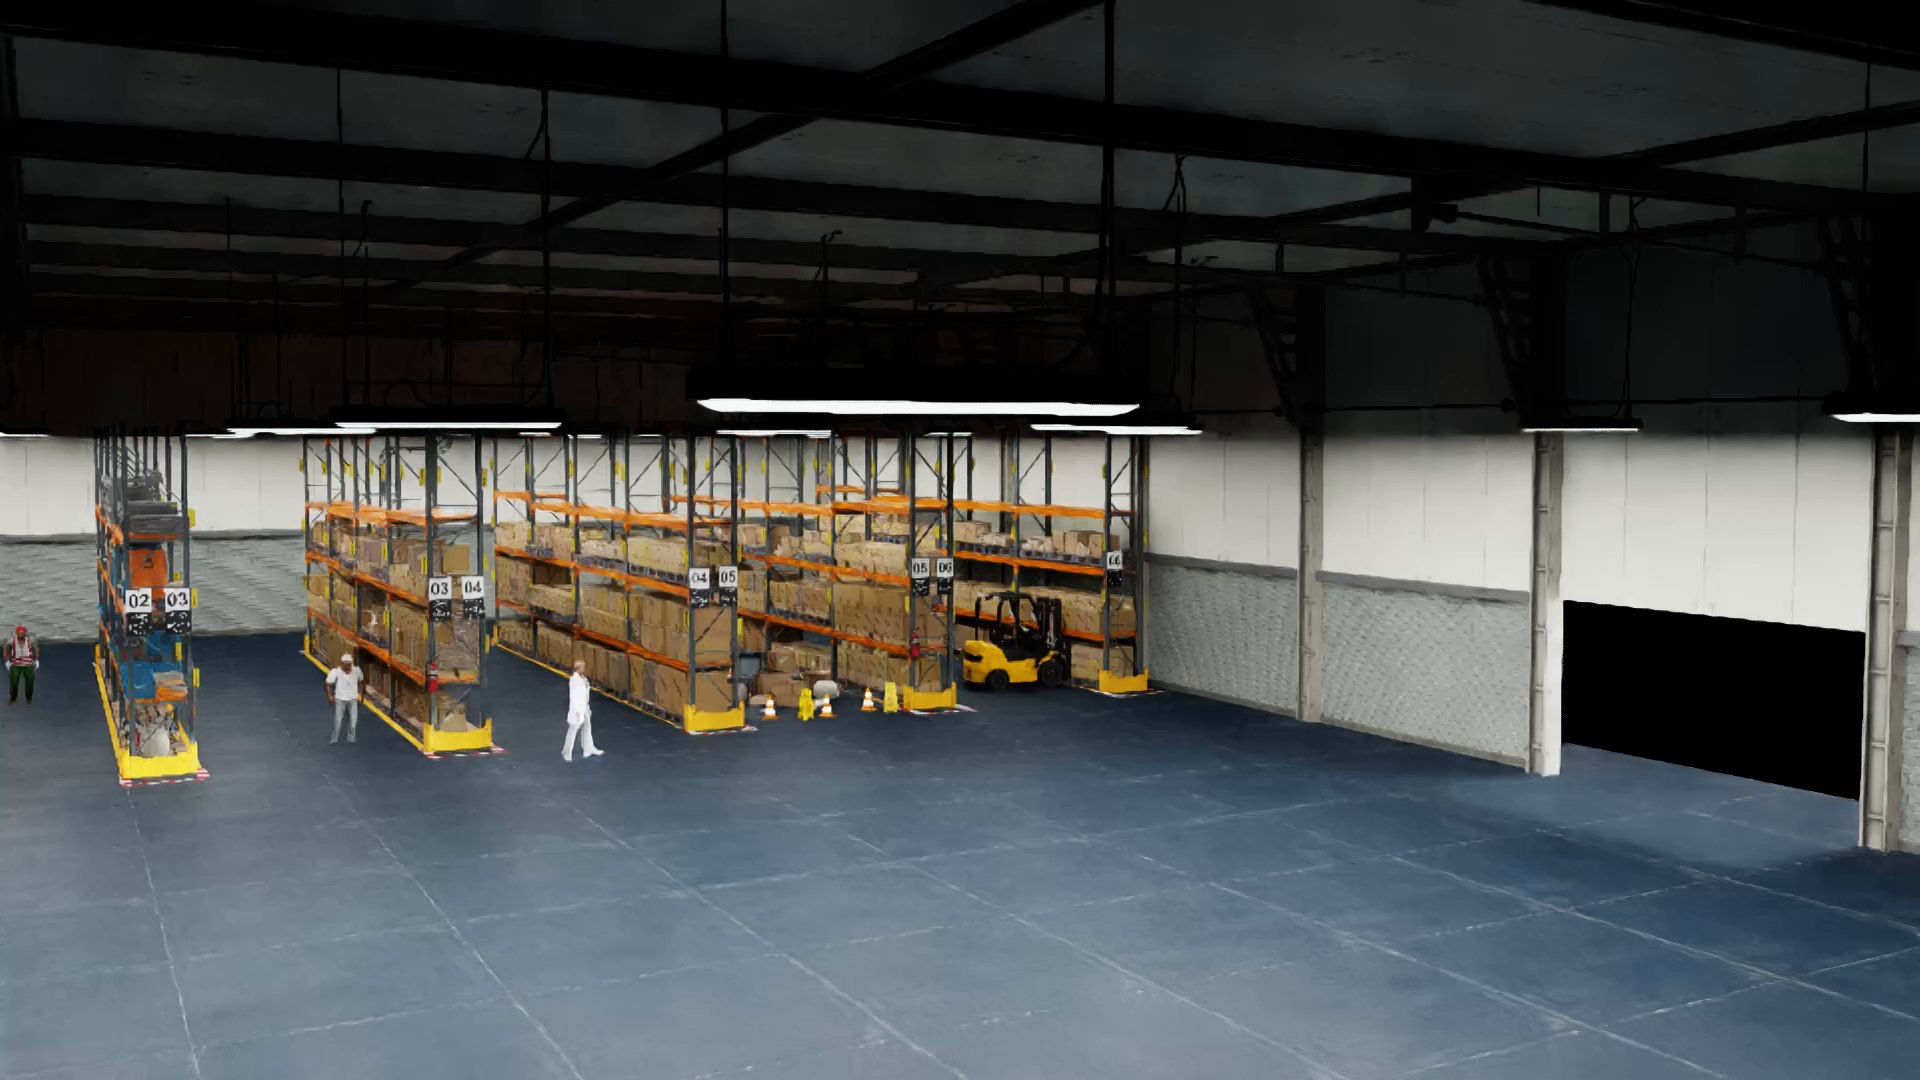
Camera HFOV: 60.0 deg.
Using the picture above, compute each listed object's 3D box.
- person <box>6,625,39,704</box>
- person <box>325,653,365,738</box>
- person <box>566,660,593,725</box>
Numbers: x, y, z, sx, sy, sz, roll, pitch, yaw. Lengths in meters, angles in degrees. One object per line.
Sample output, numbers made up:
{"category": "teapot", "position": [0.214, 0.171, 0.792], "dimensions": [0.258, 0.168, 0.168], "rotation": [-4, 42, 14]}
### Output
{"category": "person", "position": [-20.216, 2.690, 35.853], "dimensions": [0.617, 1.742, 0.552], "rotation": [-2, 4, -30]}
{"category": "person", "position": [-11.572, 2.943, 31.331], "dimensions": [0.719, 1.649, 0.578], "rotation": [-2, 4, -31]}
{"category": "person", "position": [-6.797, 2.705, 29.663], "dimensions": [0.399, 1.136, 0.615], "rotation": [1, 3, 9]}
